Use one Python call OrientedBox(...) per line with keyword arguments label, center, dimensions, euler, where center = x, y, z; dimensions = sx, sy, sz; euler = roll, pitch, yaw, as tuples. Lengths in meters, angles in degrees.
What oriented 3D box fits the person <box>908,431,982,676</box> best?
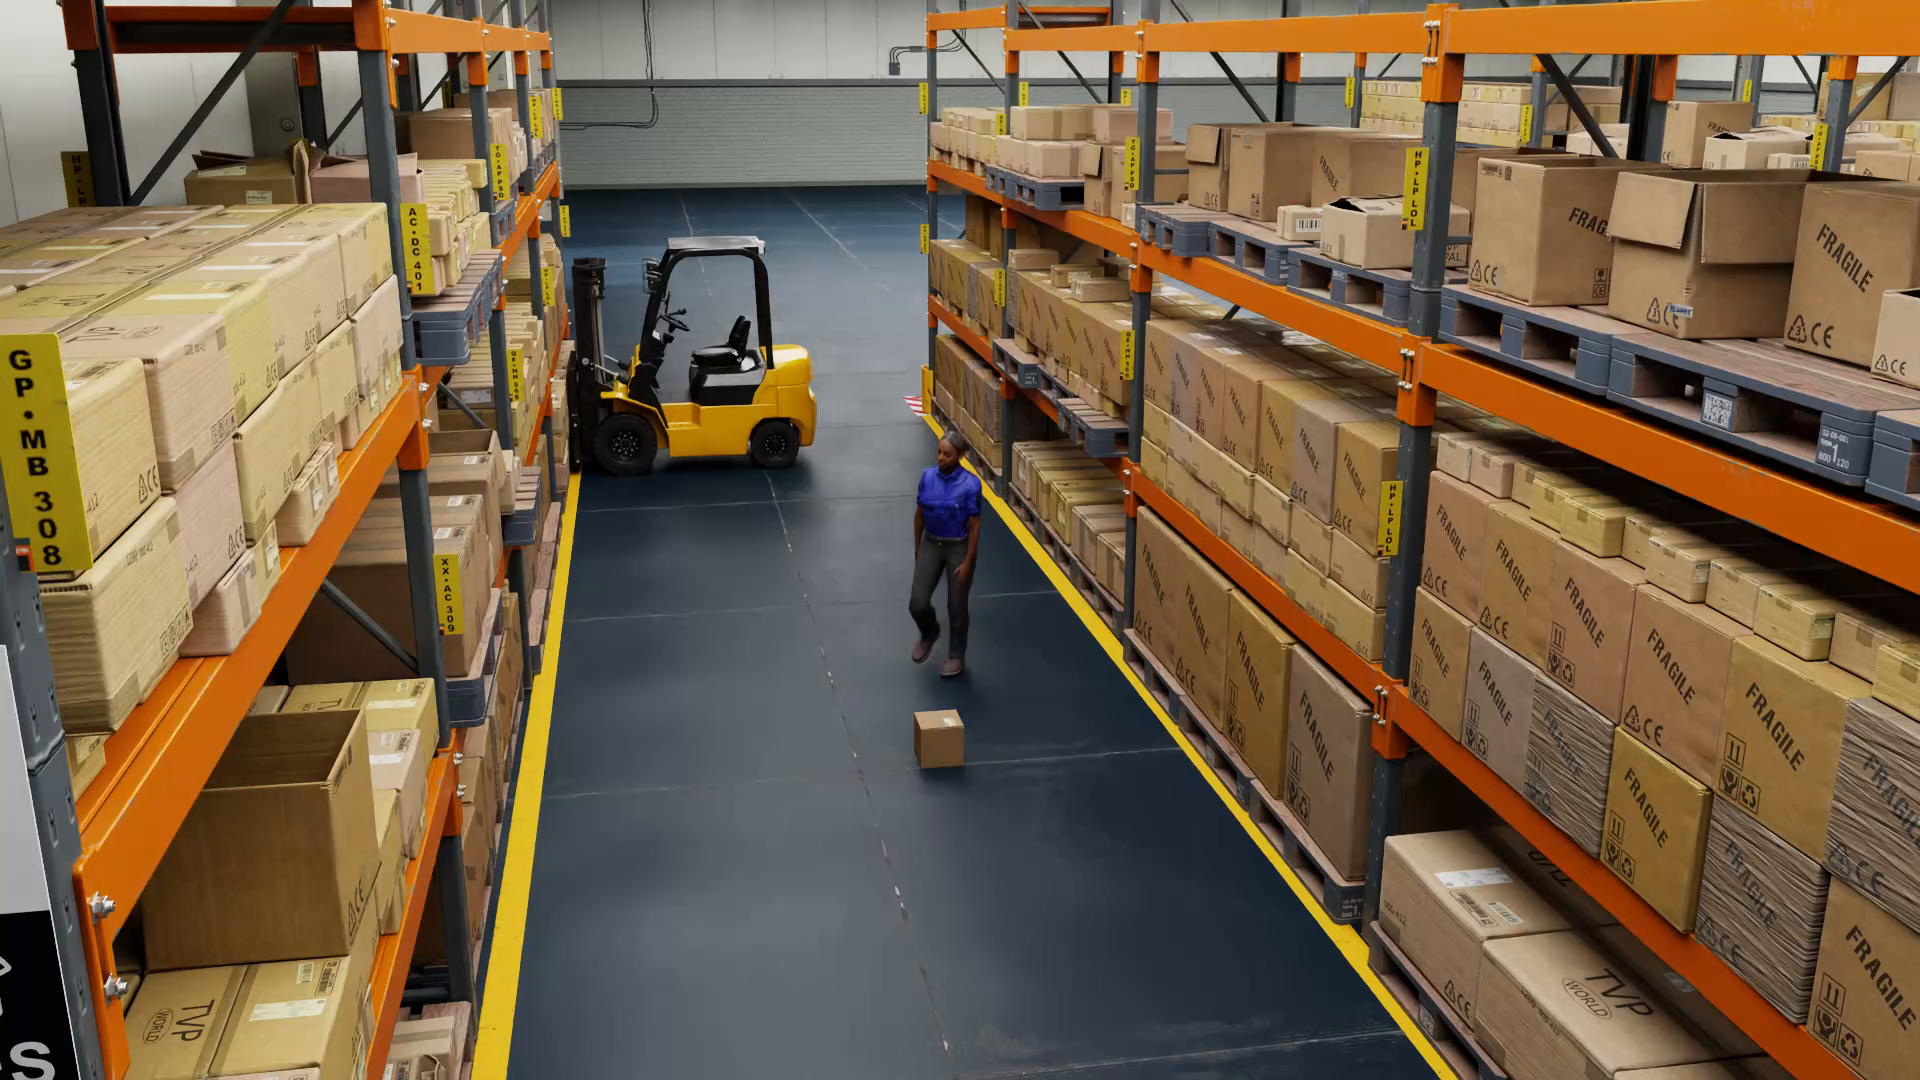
OrientedBox(label="person", center=(-0.098, 0.081, 10.730), dimensions=(0.522, 1.641, 0.470), euler=(5, 17, 17))
